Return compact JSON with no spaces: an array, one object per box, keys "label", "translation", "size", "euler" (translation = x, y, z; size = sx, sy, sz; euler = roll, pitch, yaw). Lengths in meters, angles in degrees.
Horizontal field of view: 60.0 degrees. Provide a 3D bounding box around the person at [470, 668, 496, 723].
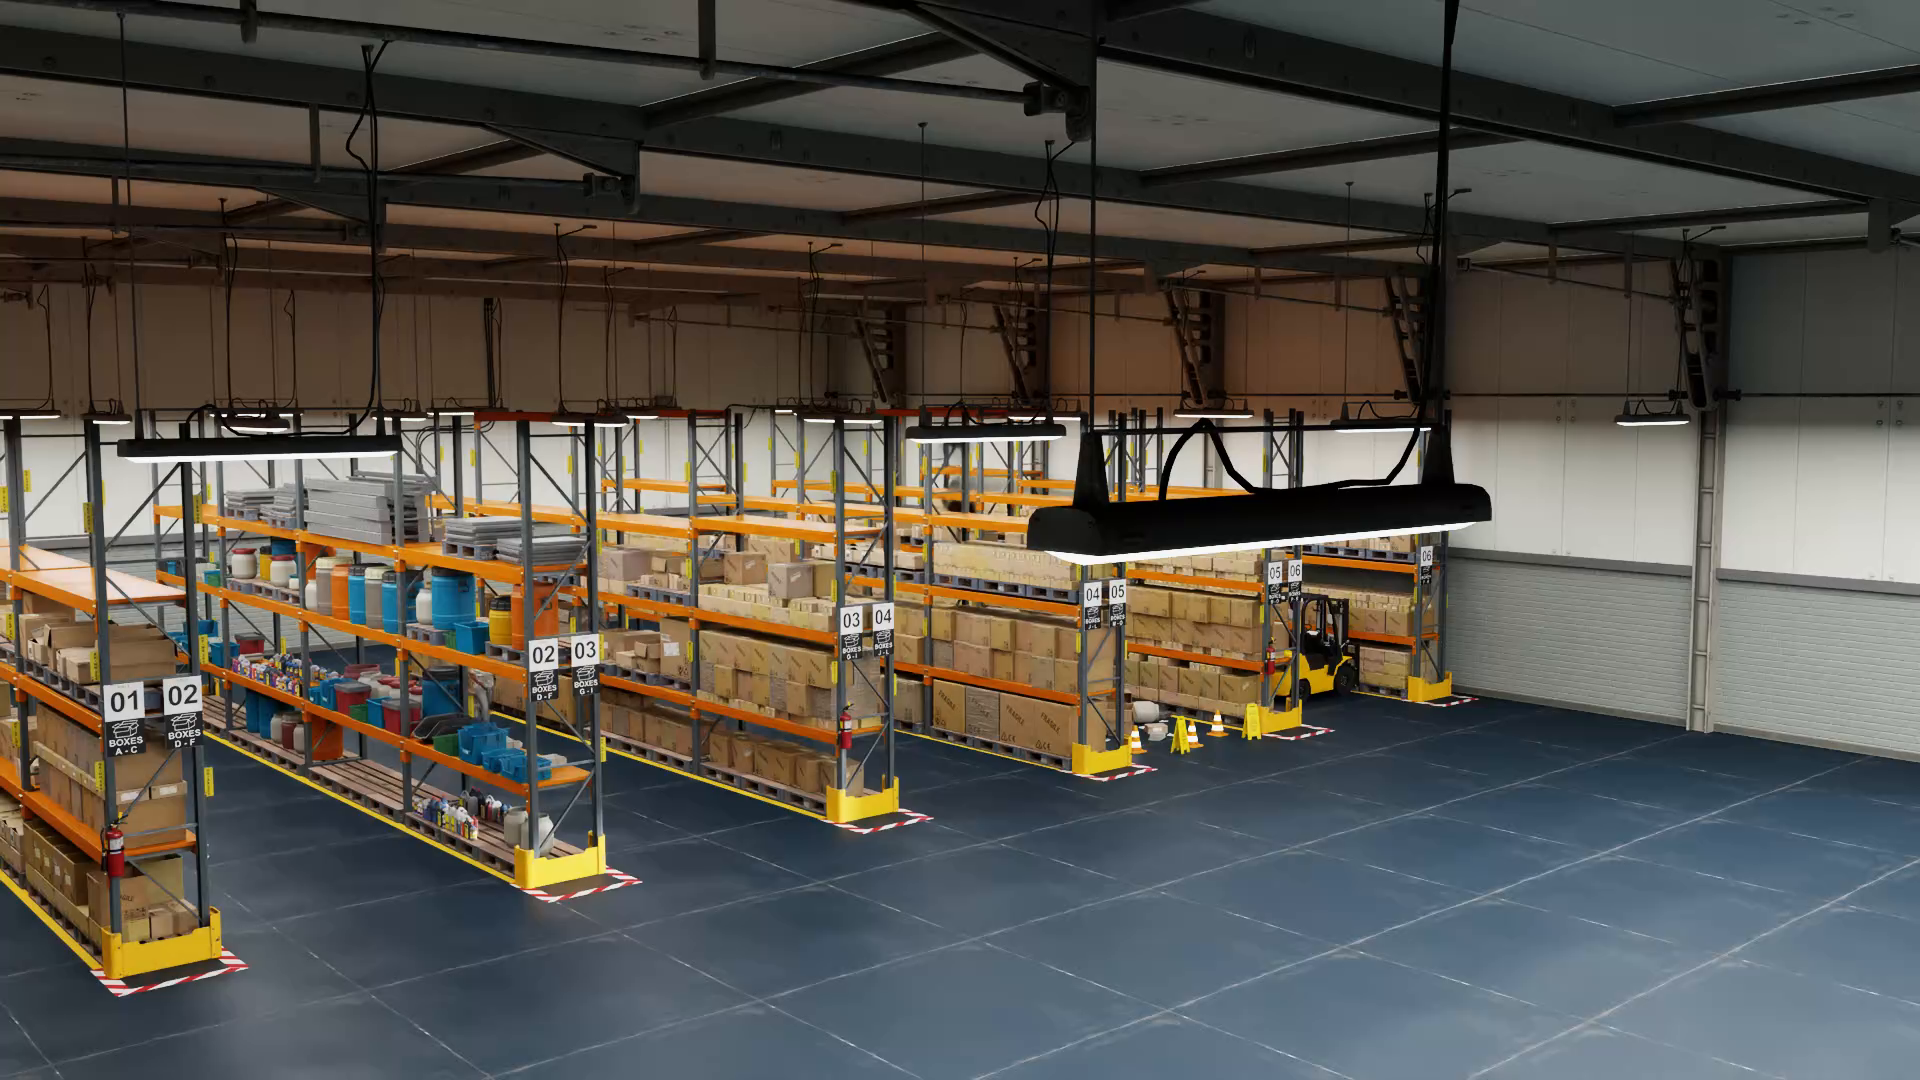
[{"label":"person","translation":[-8.990,2.788,31.337],"size":[0.548,1.632,0.742],"euler":[-4,6,-37]}]
